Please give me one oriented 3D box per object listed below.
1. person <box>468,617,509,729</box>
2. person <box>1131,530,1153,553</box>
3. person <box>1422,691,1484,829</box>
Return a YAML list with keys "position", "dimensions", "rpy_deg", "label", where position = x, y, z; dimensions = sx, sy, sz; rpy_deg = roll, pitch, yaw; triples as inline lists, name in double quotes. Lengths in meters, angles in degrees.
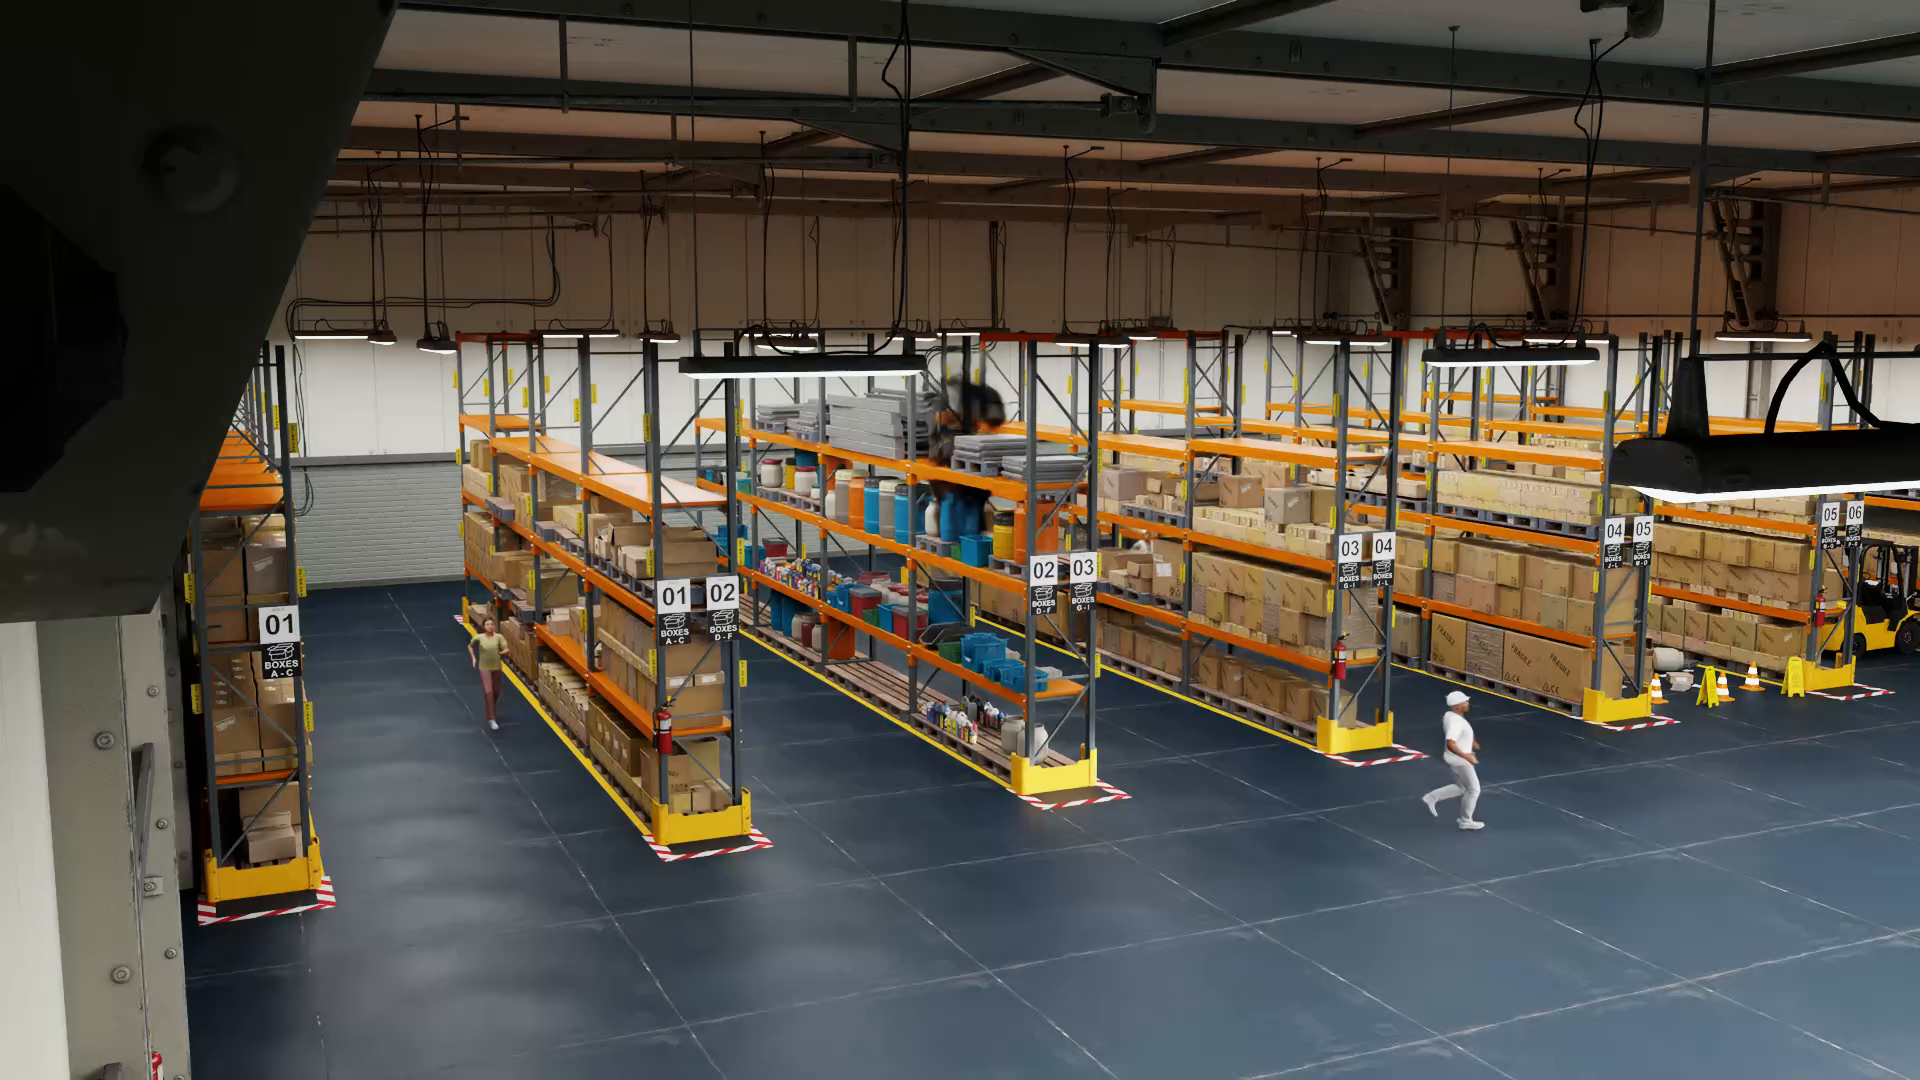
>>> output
- position: [-7.268, 2.014, 25.754]
  dimensions: [0.569, 1.668, 0.946]
  rpy_deg: [-4, 9, -29]
  label: "person"
- position: [4.054, 0.617, 36.003]
  dimensions: [0.629, 1.750, 0.611]
  rpy_deg: [-3, 8, -23]
  label: "person"
- position: [6.126, 2.717, 20.555]
  dimensions: [0.753, 1.726, 0.707]
  rpy_deg: [1, 8, 8]
  label: "person"
